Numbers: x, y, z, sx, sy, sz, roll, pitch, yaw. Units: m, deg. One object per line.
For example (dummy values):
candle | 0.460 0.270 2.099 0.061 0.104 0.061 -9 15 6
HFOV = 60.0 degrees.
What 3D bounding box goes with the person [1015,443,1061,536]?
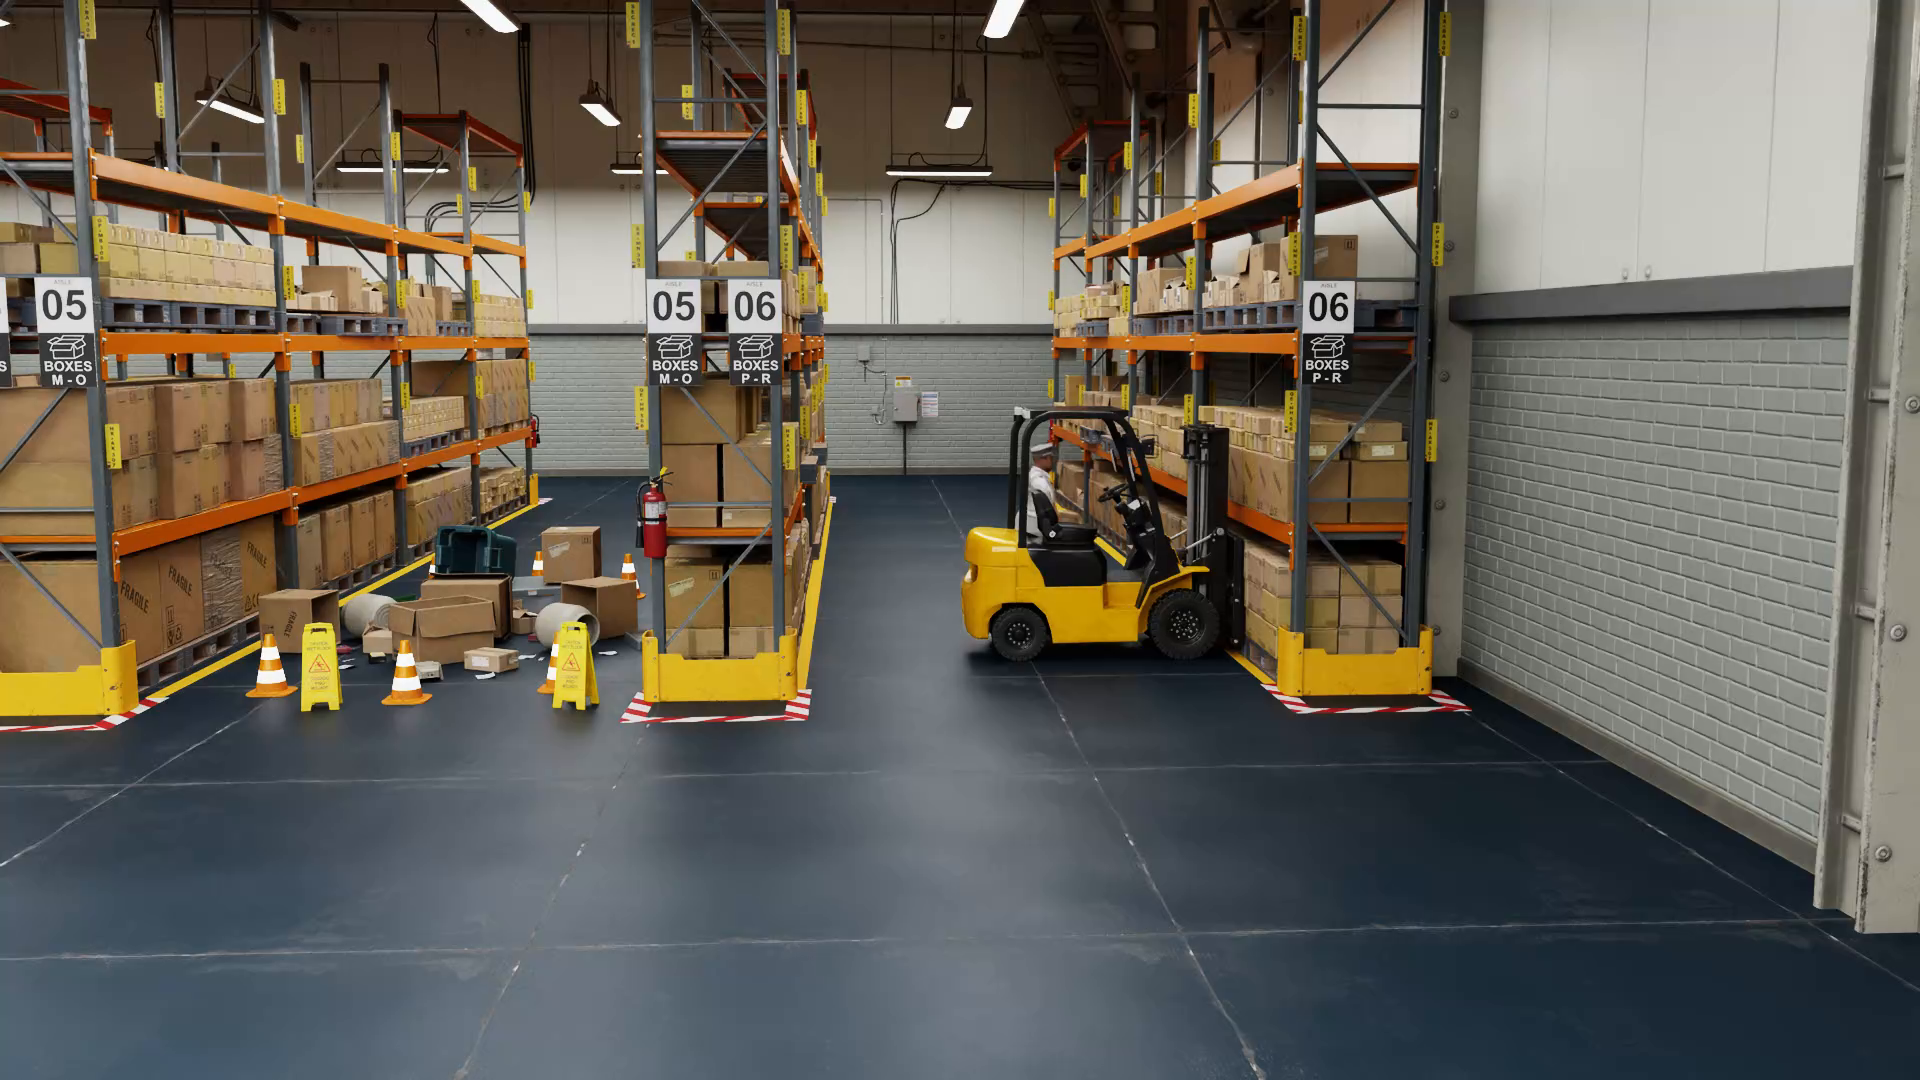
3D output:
person | 0.832 -0.077 16.367 0.555 1.759 0.489 -1 7 -5
